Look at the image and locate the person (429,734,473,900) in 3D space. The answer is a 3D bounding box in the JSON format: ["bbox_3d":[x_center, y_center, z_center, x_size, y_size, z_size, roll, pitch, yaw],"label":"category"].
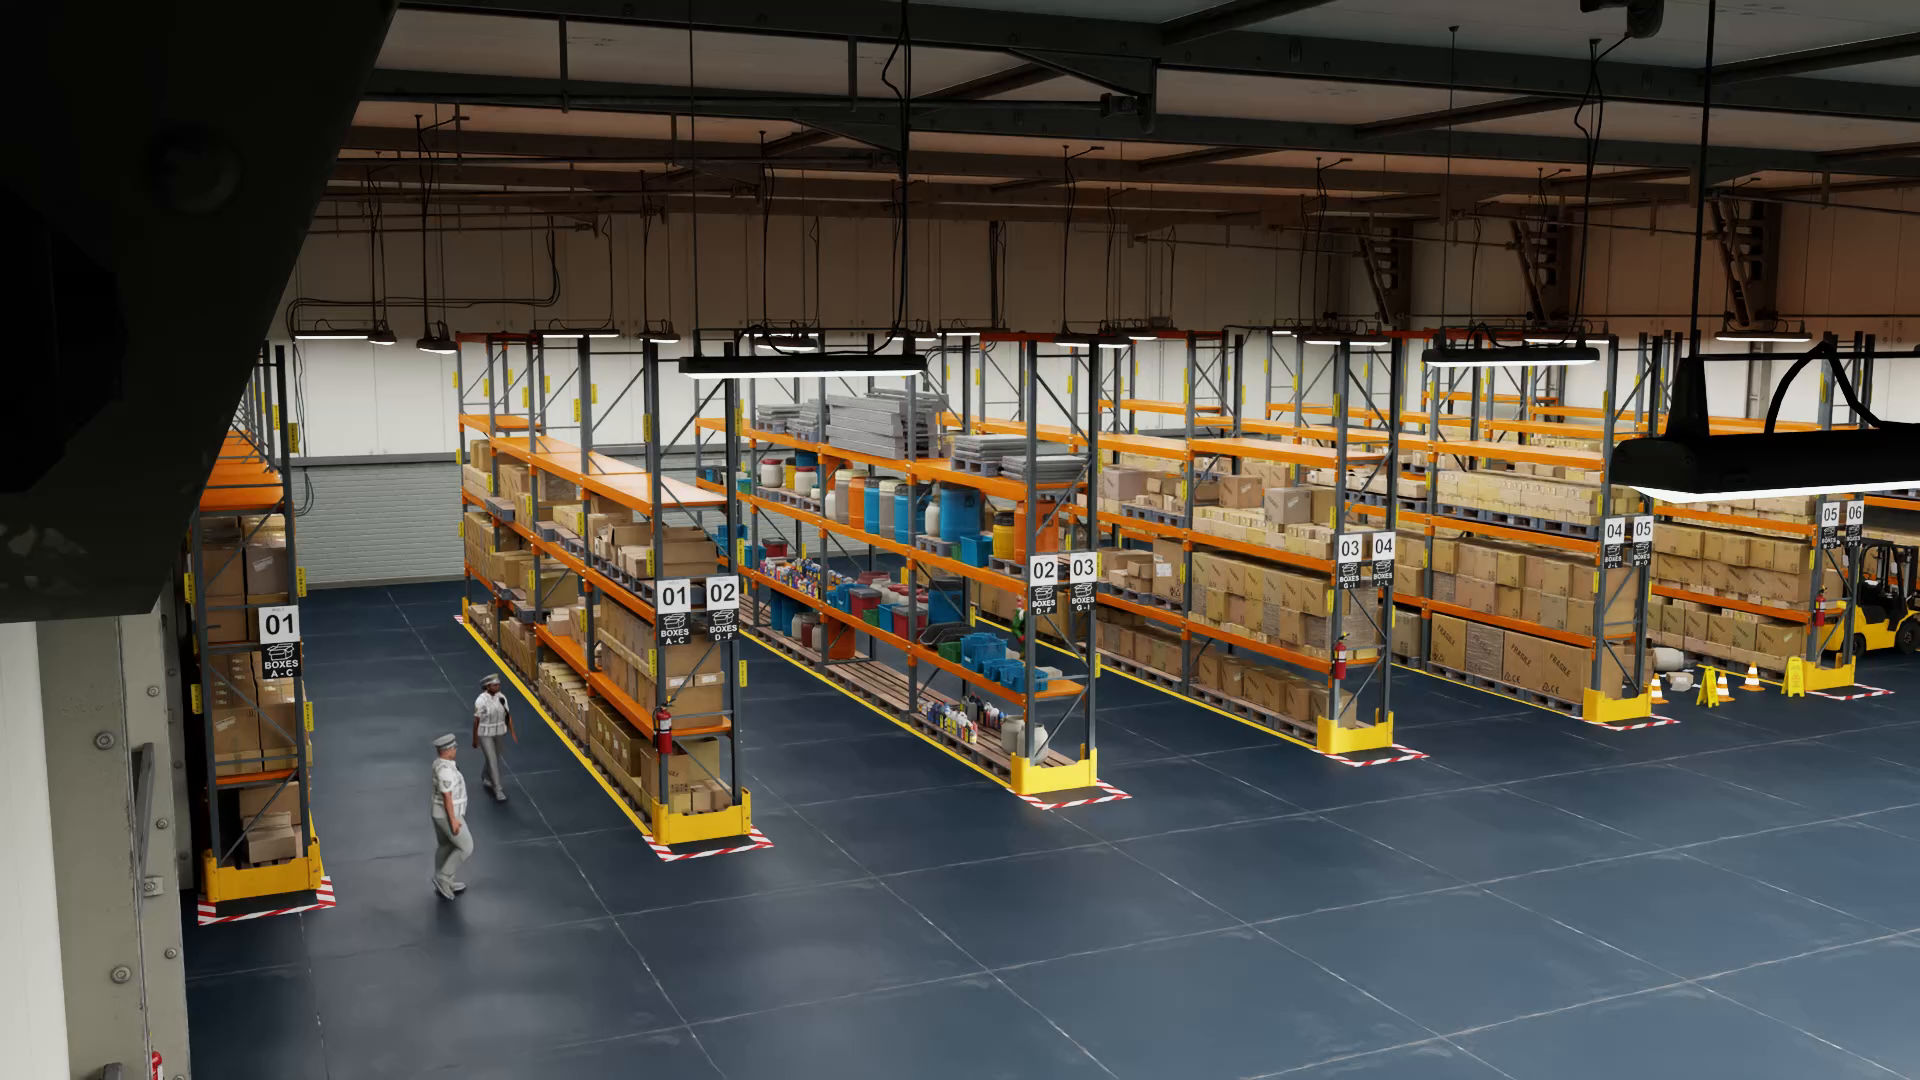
[{"bbox_3d":[-5.591,3.009,18.202,0.440,1.789,0.570,-3,8,-23],"label":"person"}]

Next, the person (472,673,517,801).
[{"bbox_3d":[-6.159,2.553,21.998,0.516,1.621,1.068,-6,10,-39],"label":"person"}]

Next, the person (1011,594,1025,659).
[{"bbox_3d":[1.204,1.297,30.808,0.406,1.788,0.598,4,8,25],"label":"person"}]
